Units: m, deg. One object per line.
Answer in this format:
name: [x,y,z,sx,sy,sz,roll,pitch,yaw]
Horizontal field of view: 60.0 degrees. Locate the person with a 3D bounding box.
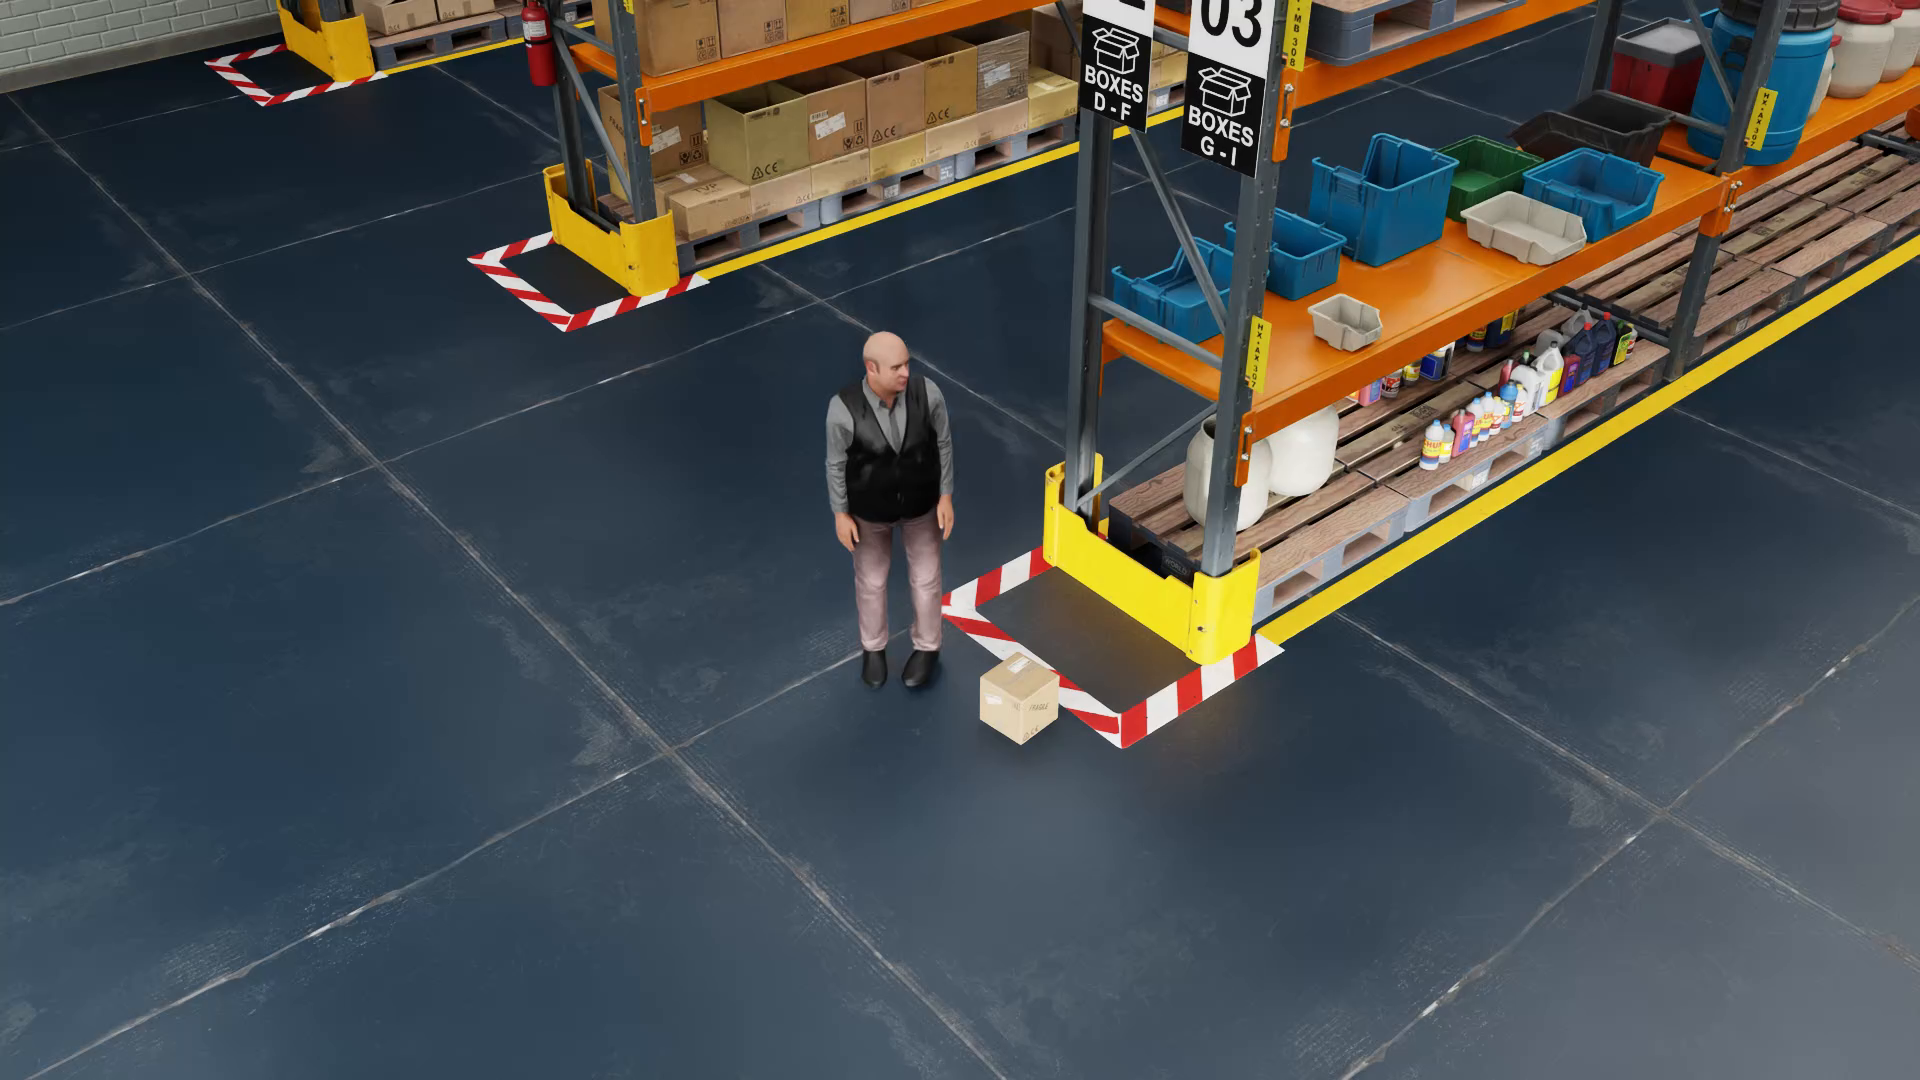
person: [-0.295,-0.121,7.250,0.557,1.748,0.428,-9,37,-12]
